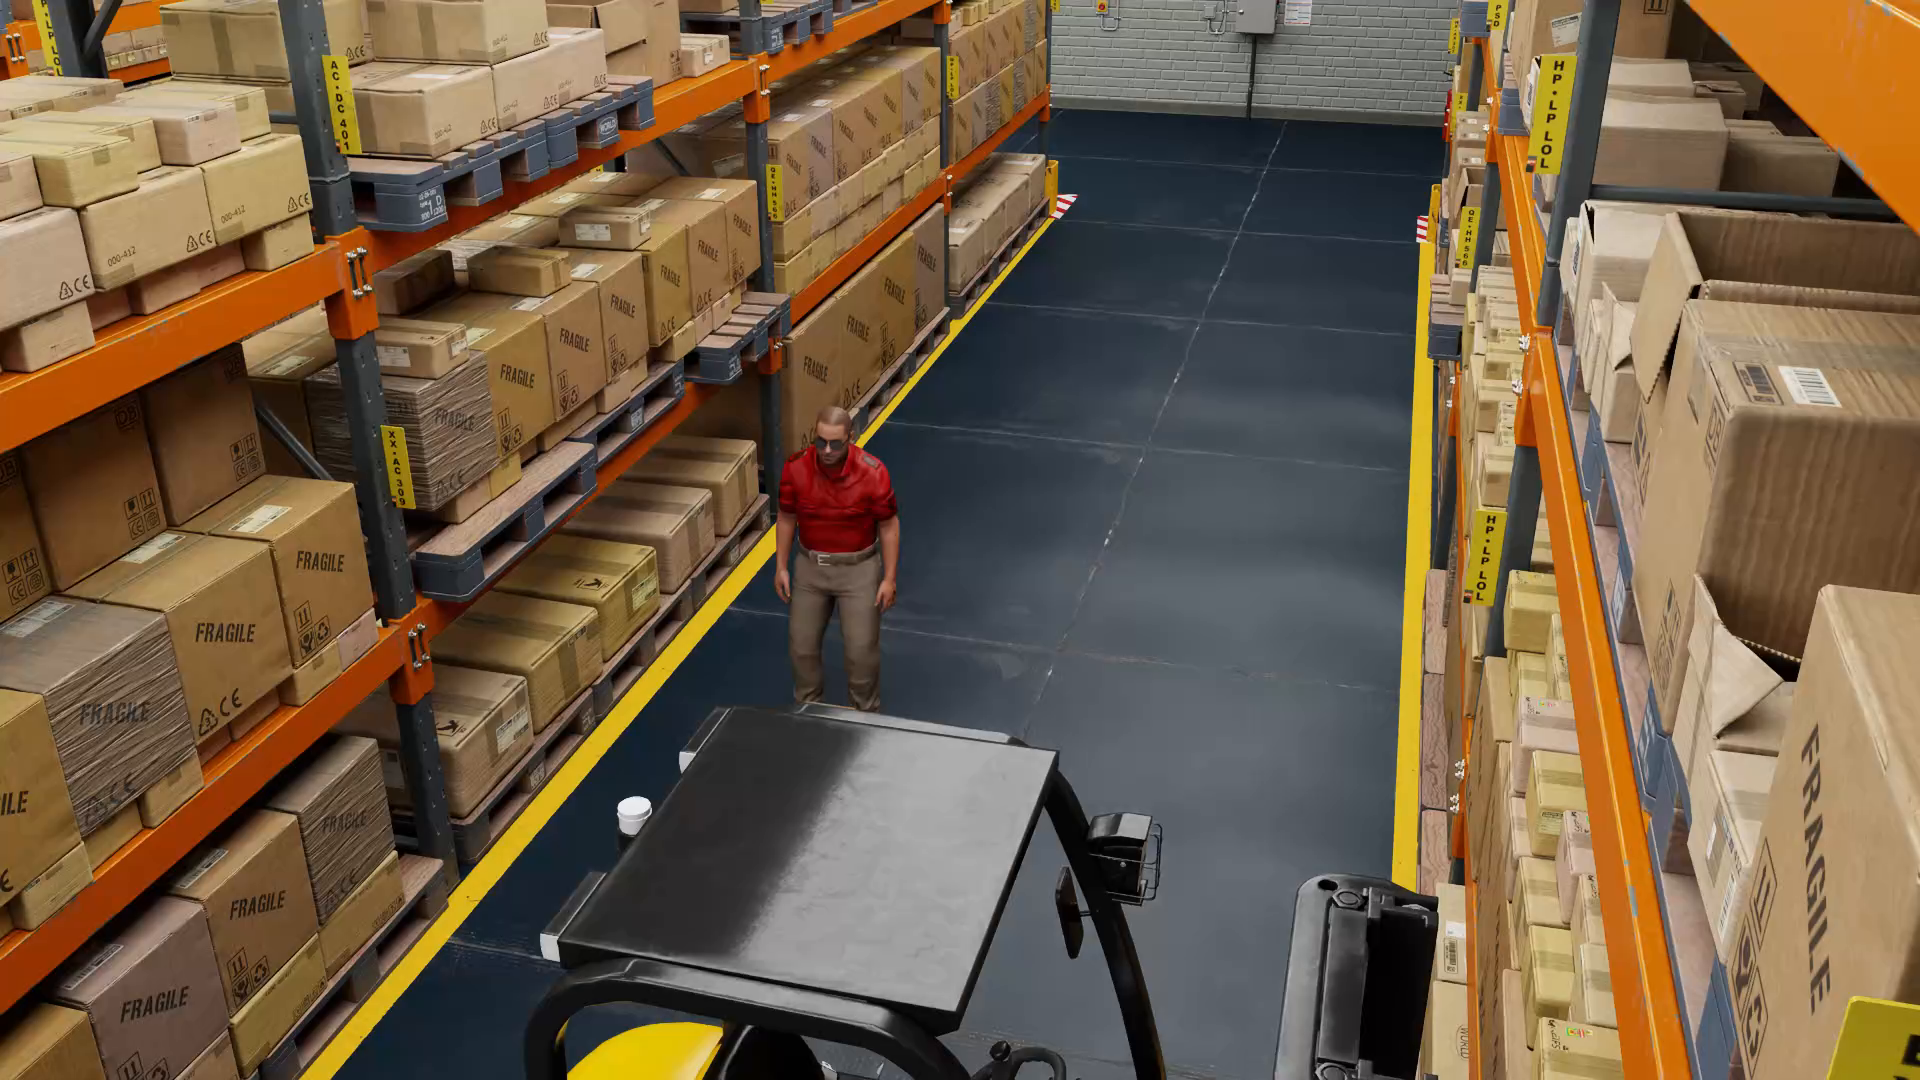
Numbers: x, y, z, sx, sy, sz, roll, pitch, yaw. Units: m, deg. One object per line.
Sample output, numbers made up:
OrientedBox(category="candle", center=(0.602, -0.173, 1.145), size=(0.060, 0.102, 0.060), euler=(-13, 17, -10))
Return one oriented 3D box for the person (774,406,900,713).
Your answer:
OrientedBox(category="person", center=(-0.584, 0.174, 7.754), size=(0.602, 1.726, 0.407), euler=(5, 26, 10))
